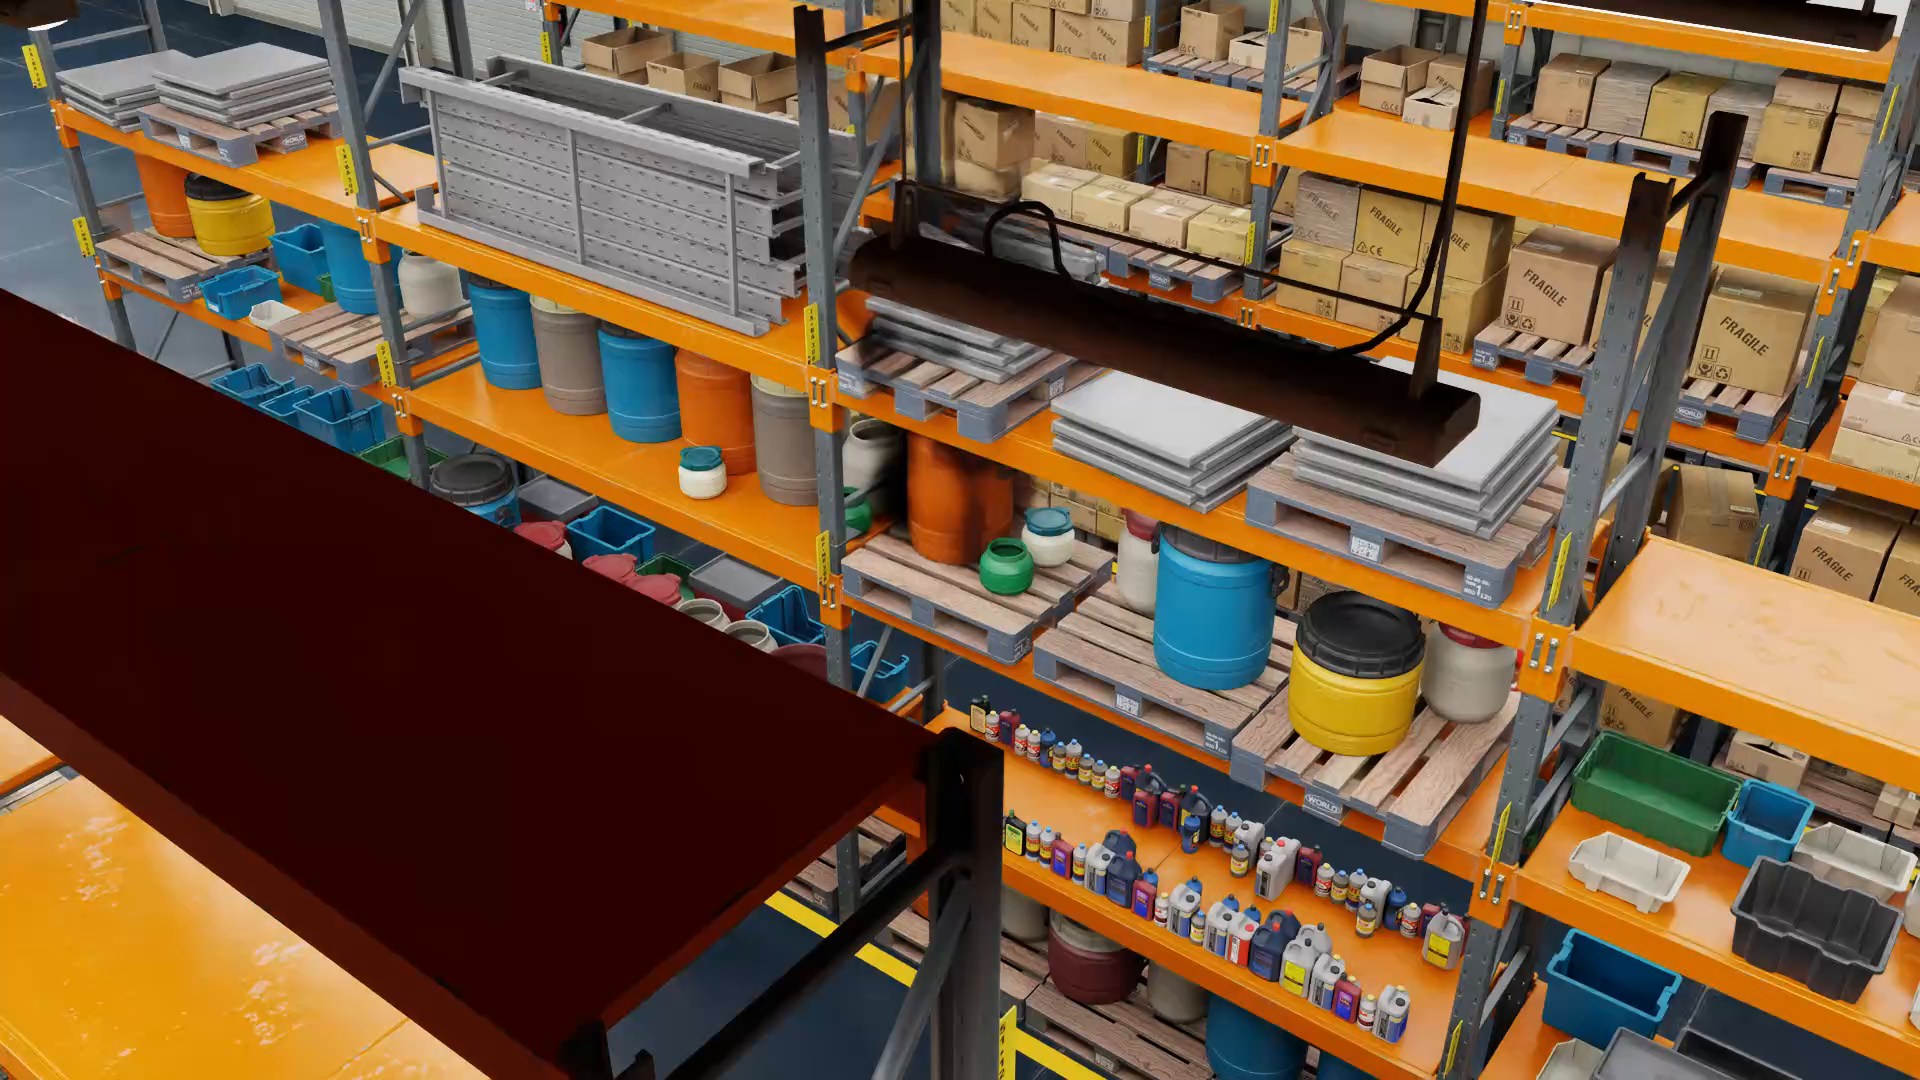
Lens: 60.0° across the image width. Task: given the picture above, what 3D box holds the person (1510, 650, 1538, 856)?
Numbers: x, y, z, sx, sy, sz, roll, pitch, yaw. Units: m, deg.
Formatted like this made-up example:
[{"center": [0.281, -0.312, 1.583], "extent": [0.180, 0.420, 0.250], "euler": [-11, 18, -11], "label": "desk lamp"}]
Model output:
[{"center": [3.618, 1.442, 11.189], "extent": [0.802, 1.841, 0.662], "euler": [17, 35, 26], "label": "person"}]
